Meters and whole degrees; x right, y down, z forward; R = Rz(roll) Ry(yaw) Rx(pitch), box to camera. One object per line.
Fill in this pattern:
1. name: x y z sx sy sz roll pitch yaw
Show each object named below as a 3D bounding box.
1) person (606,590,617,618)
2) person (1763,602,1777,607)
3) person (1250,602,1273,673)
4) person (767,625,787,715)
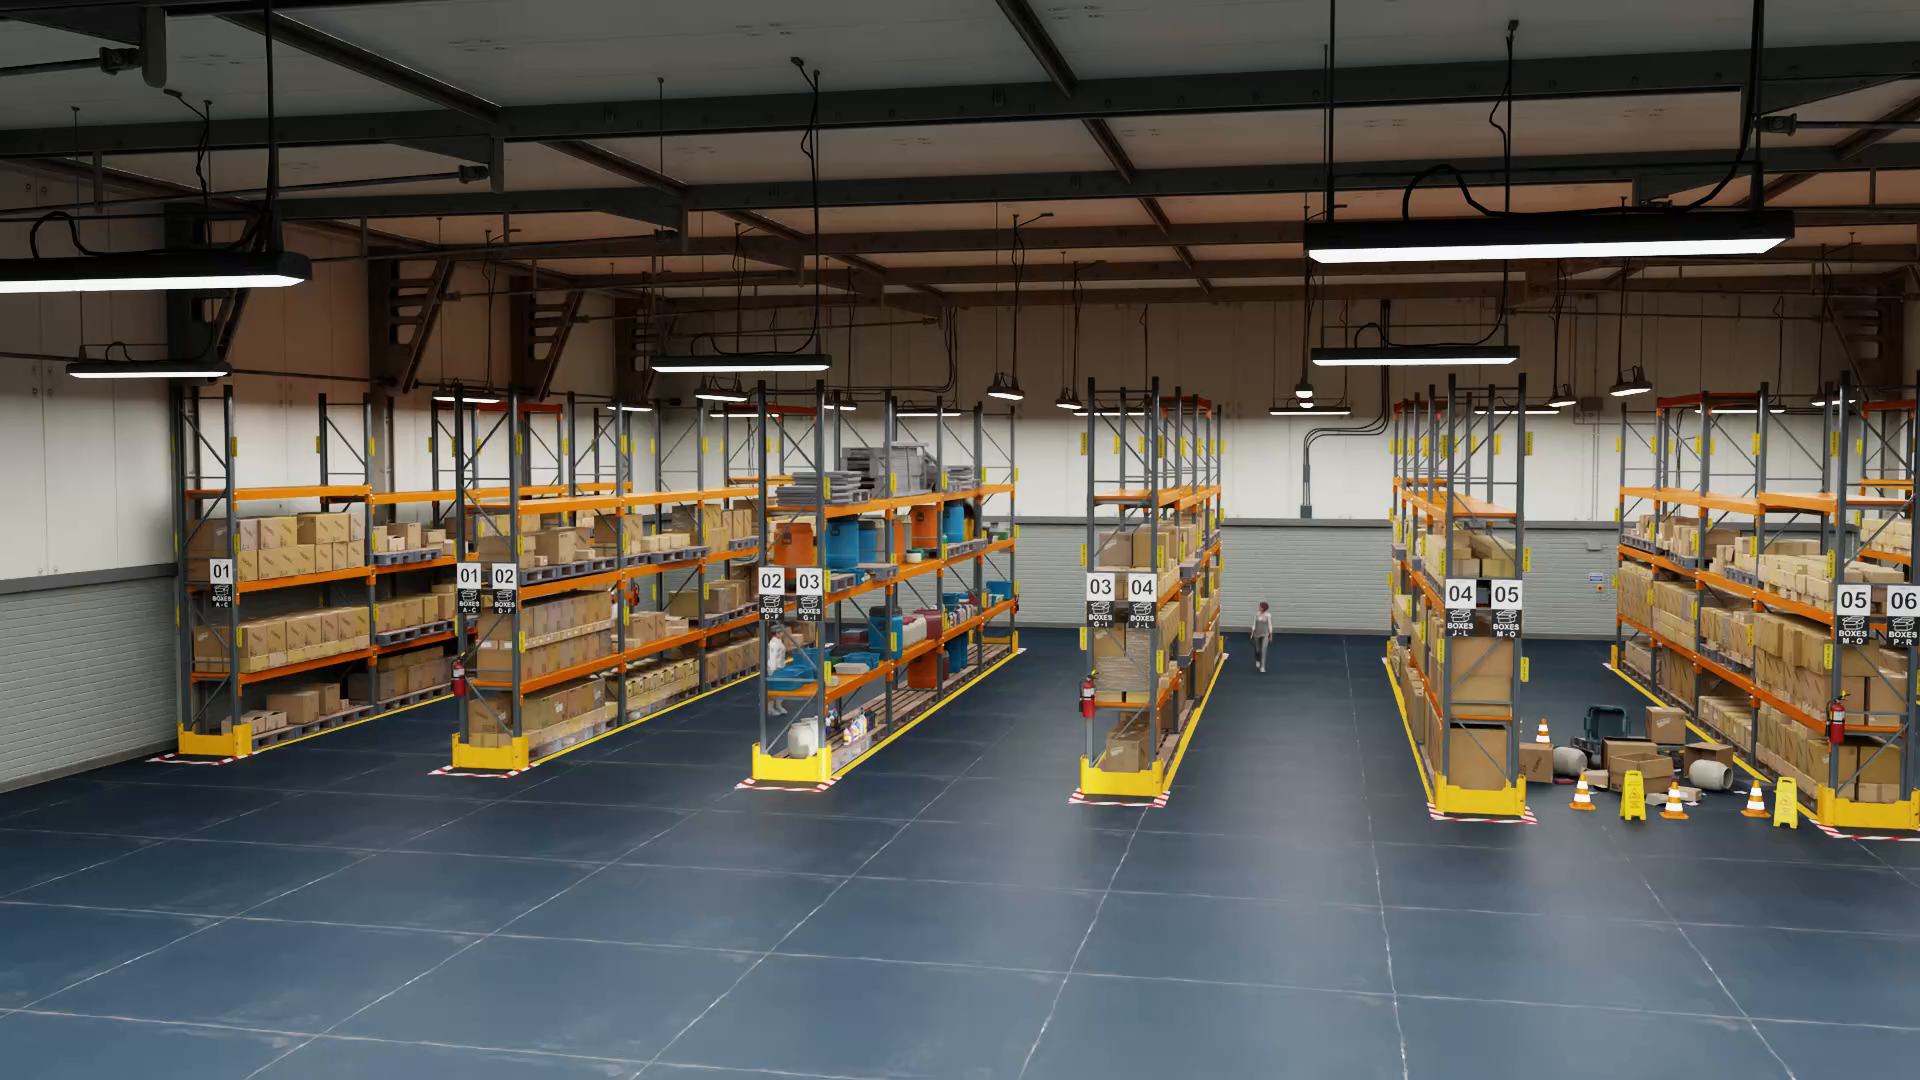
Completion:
1. person: -8.039 2.008 38.208 0.706 1.731 1.066 0 3 7
2. person: 18.679 1.978 38.450 1.029 1.750 0.565 0 3 6
3. person: 6.725 2.153 37.096 0.491 1.531 0.823 1 3 11
4. person: -3.426 2.424 31.131 0.370 1.685 0.506 1 3 14
